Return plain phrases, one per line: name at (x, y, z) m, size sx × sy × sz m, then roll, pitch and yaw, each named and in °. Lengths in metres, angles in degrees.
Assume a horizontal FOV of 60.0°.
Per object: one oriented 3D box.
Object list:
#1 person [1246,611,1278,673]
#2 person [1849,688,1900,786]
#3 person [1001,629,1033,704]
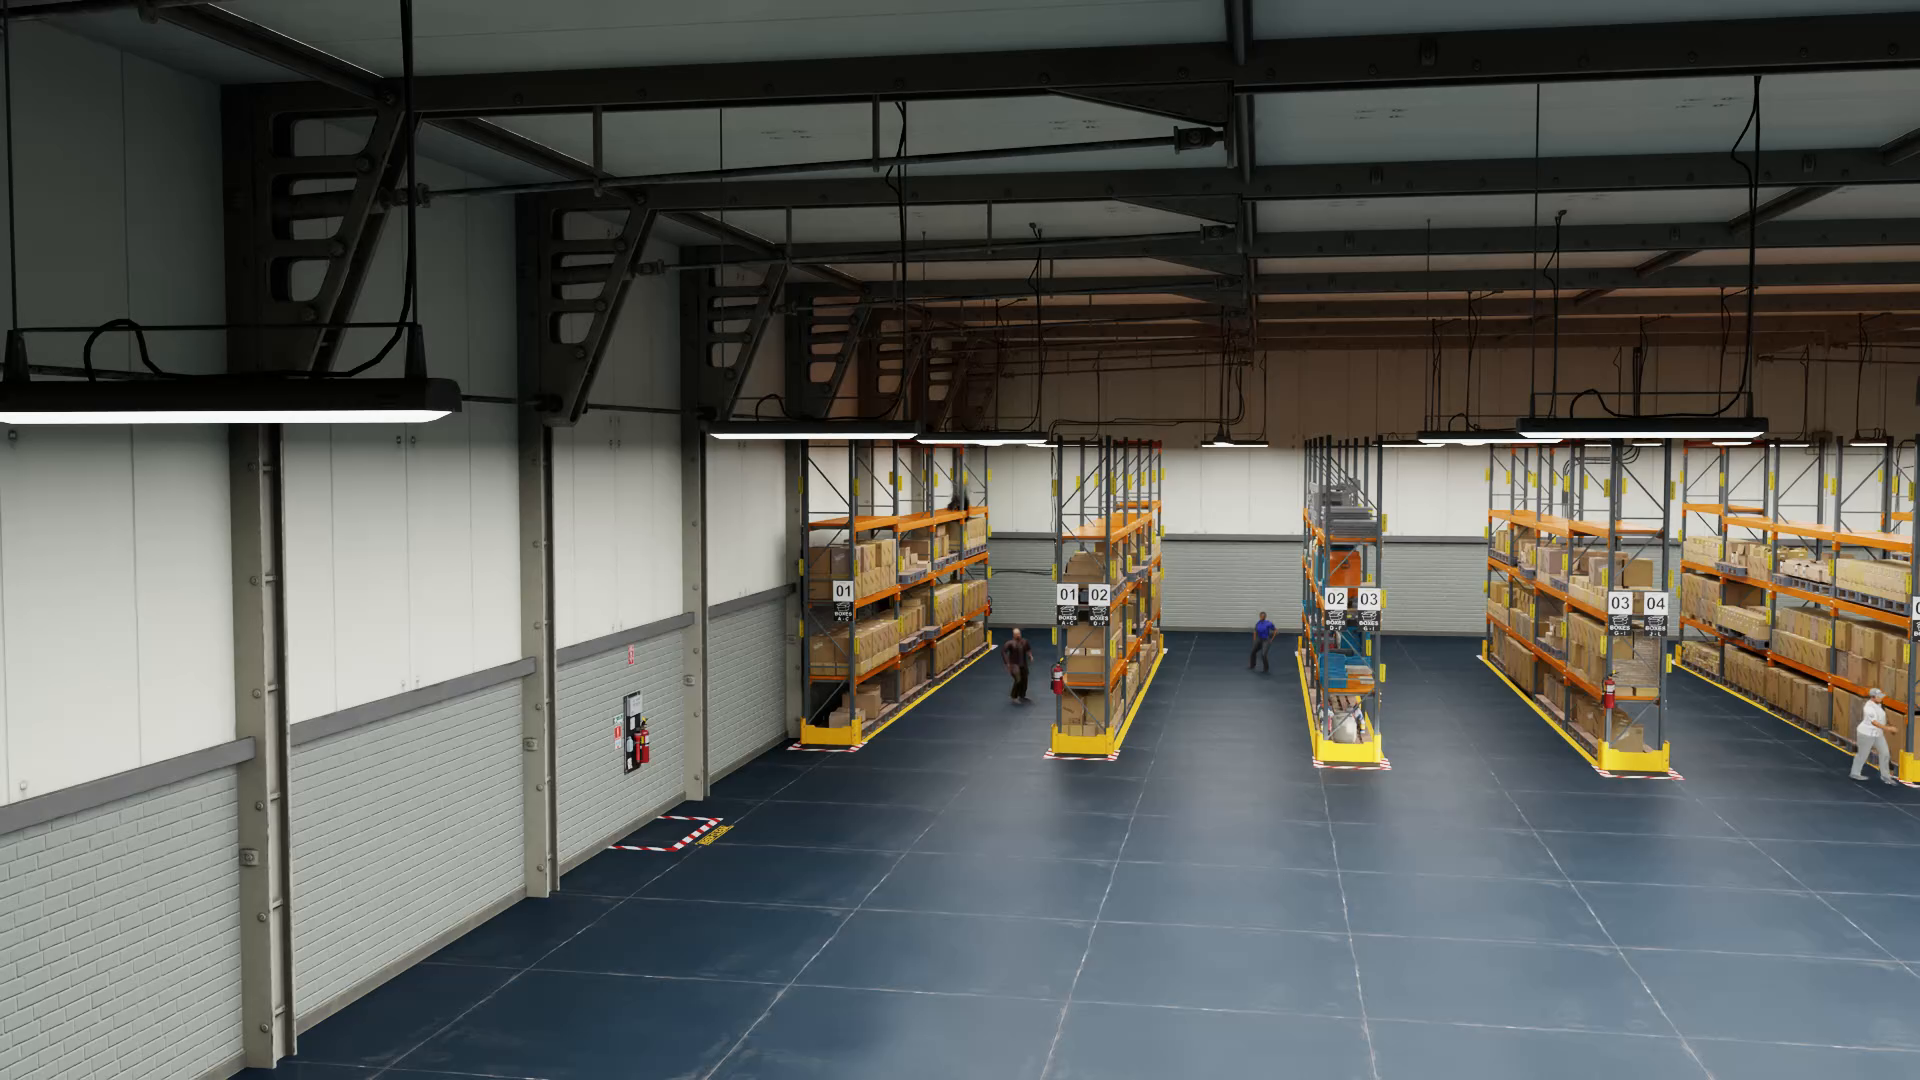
person at (7.747, 2.630, 42.985) m, size 0.458 × 1.601 × 0.882 m, roll -3°, pitch 4°, yaw -40°
person at (15.687, 3.366, 28.516) m, size 0.564 × 1.673 × 0.814 m, roll -2°, pitch 4°, yaw -35°
person at (1.340, 2.856, 37.720) m, size 0.744 × 1.718 × 0.811 m, roll -2°, pitch 4°, yaw -29°
